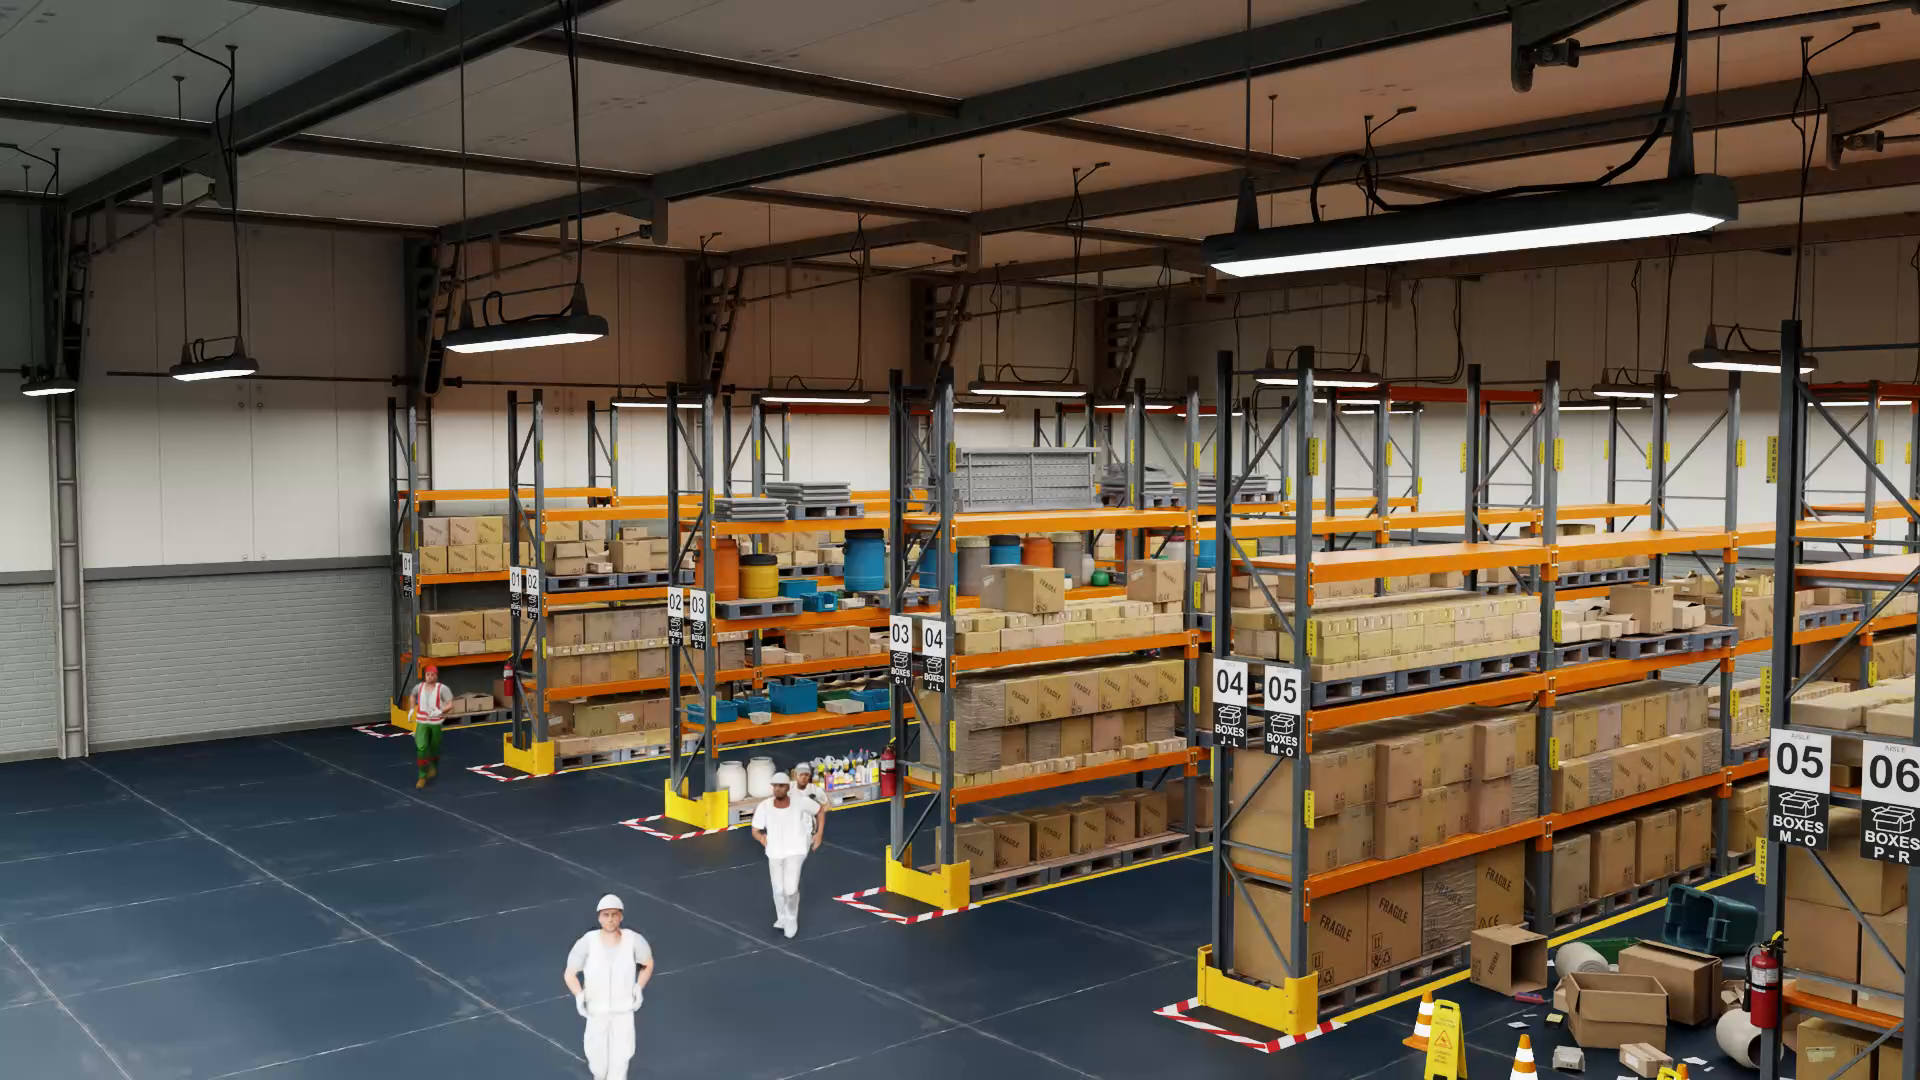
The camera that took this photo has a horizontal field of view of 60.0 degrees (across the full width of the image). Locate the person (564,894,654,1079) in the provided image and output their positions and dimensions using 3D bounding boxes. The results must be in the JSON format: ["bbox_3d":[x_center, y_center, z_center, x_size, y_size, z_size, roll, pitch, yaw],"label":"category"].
[{"bbox_3d":[-2.635,3.547,12.556,0.674,1.756,0.806,-1,3,-16],"label":"person"}]

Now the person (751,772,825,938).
[{"bbox_3d":[-1.800,3.268,17.291,0.717,1.732,0.844,0,3,7],"label":"person"}]

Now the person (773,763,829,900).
[{"bbox_3d":[-1.792,3.290,18.368,0.635,1.692,0.694,0,3,7],"label":"person"}]

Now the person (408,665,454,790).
[{"bbox_3d":[-8.026,2.797,25.219,0.680,1.813,0.898,-1,3,-10],"label":"person"}]
